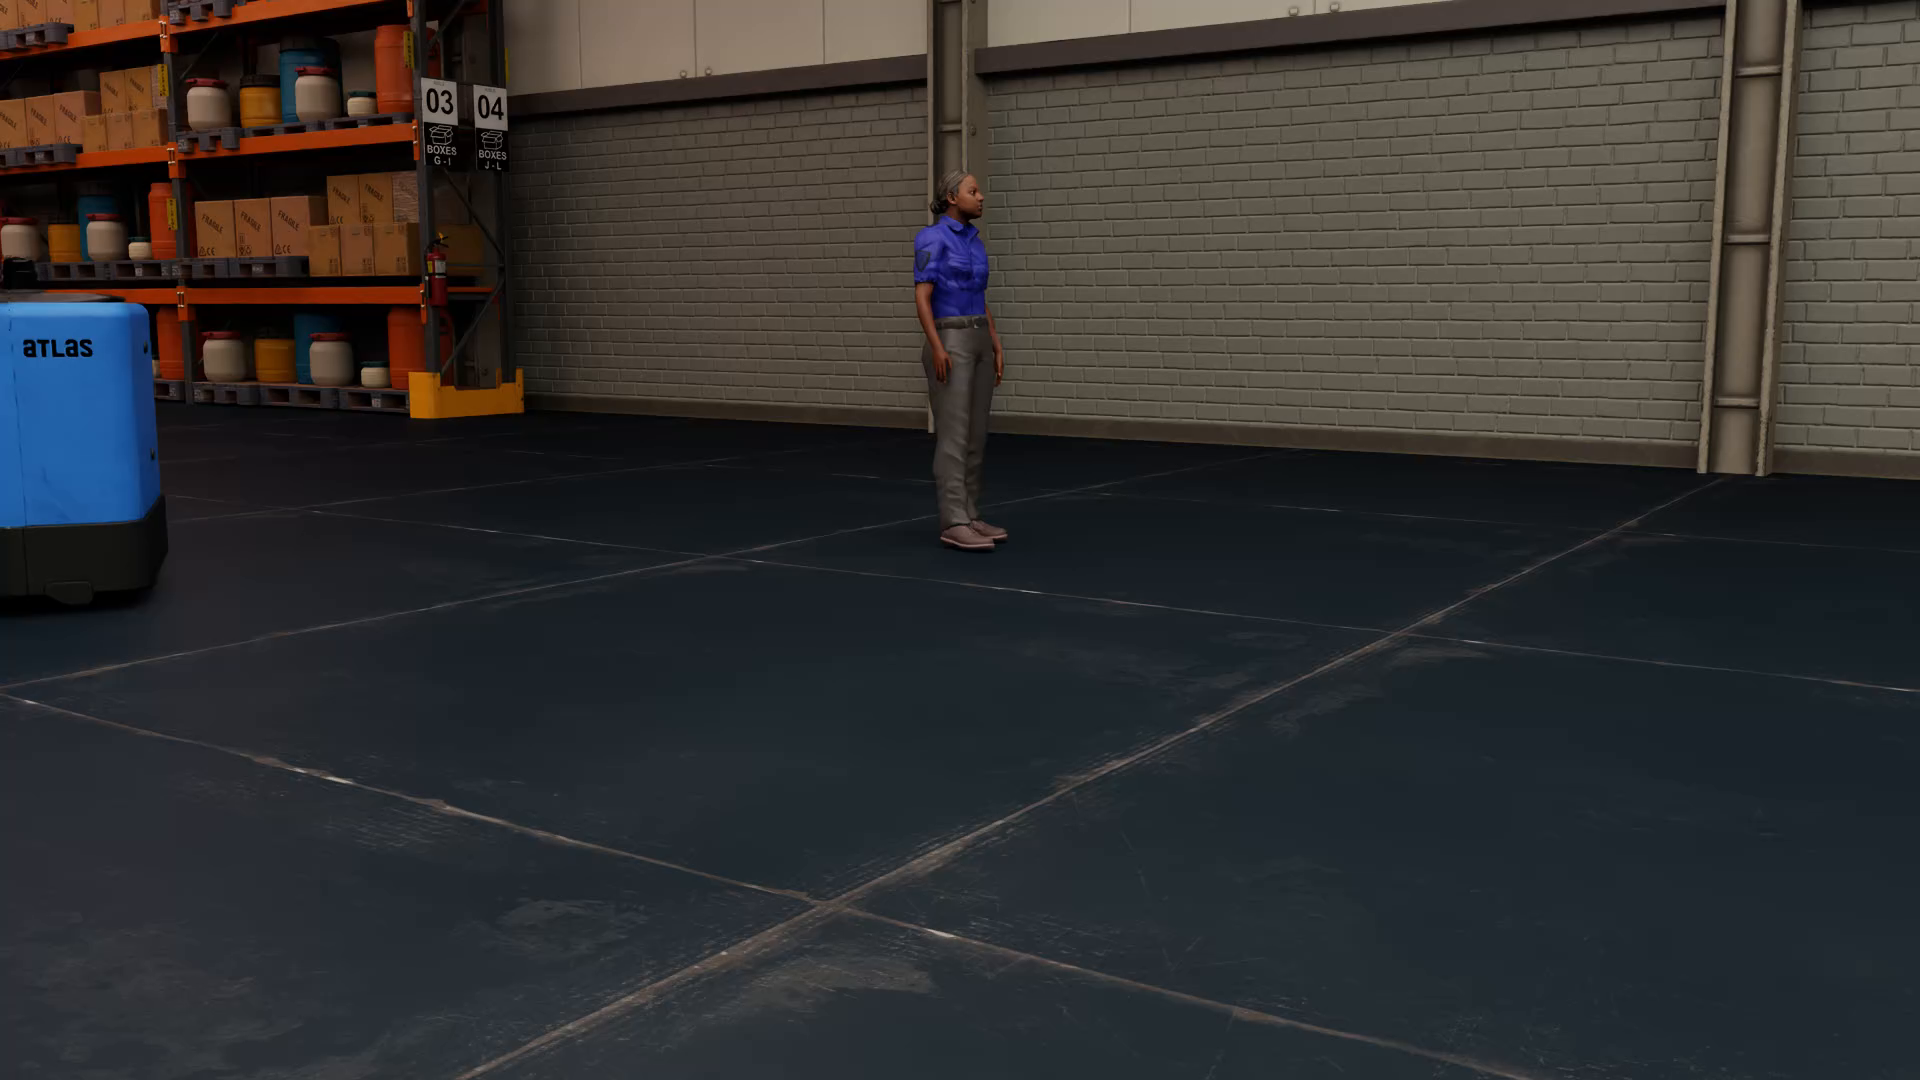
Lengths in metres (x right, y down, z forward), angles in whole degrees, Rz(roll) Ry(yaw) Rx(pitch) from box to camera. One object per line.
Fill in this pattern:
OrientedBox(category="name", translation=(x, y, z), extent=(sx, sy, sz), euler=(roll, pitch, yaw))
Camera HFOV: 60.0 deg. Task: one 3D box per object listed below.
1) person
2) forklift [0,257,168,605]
OrientedBox(category="person", translation=(0.062, -0.817, 7.421), extent=(0.503, 1.656, 0.569), euler=(5, 10, 34))
OrientedBox(category="forklift", translation=(-4.464, -1.197, 5.609), extent=(3.031, 2.935, 1.130), euler=(-3, 9, -21))
